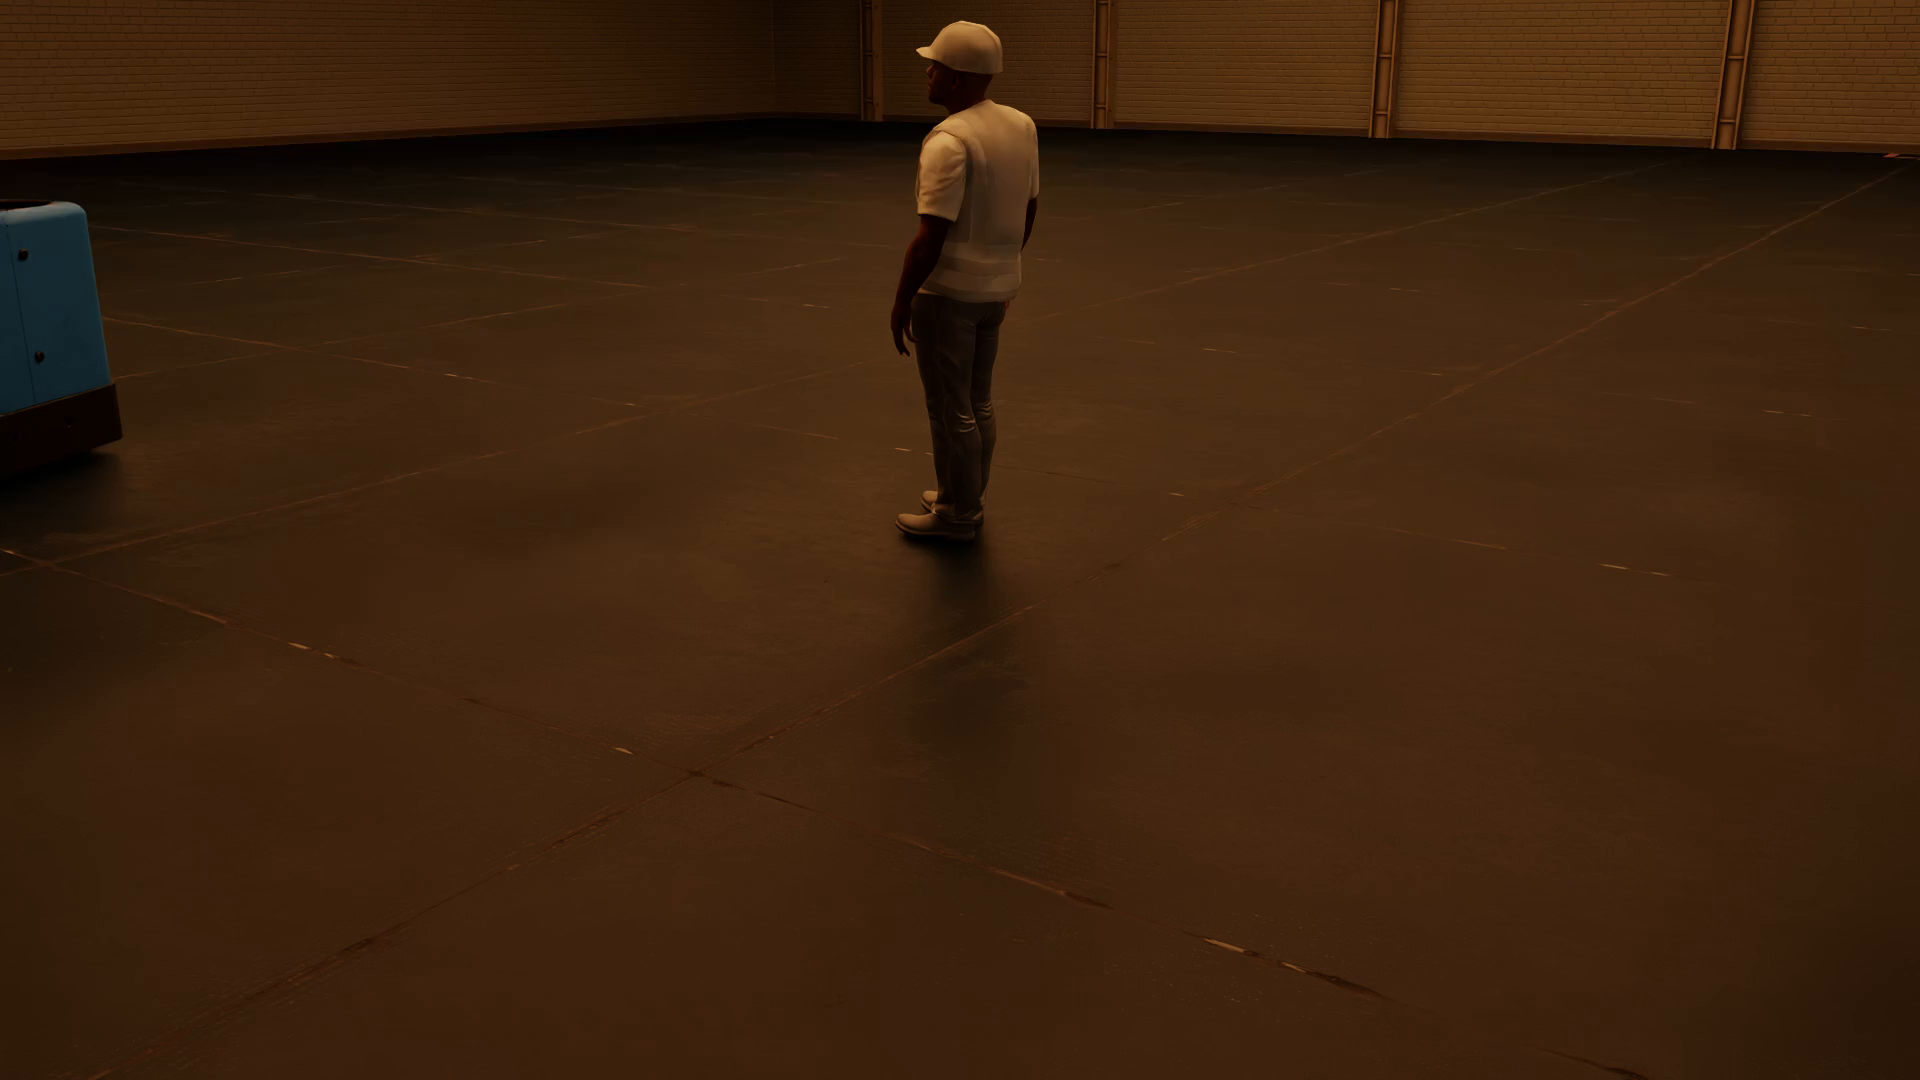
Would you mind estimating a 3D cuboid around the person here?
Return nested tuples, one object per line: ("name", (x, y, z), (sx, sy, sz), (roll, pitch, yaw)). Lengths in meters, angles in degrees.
("person", (-0.053, -0.866, 5.736), (0.577, 1.765, 0.665), (11, 20, 33))

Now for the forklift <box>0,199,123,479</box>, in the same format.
("forklift", (-5.176, -1.731, 6.622), (3.031, 2.935, 1.130), (3, 17, 11))
